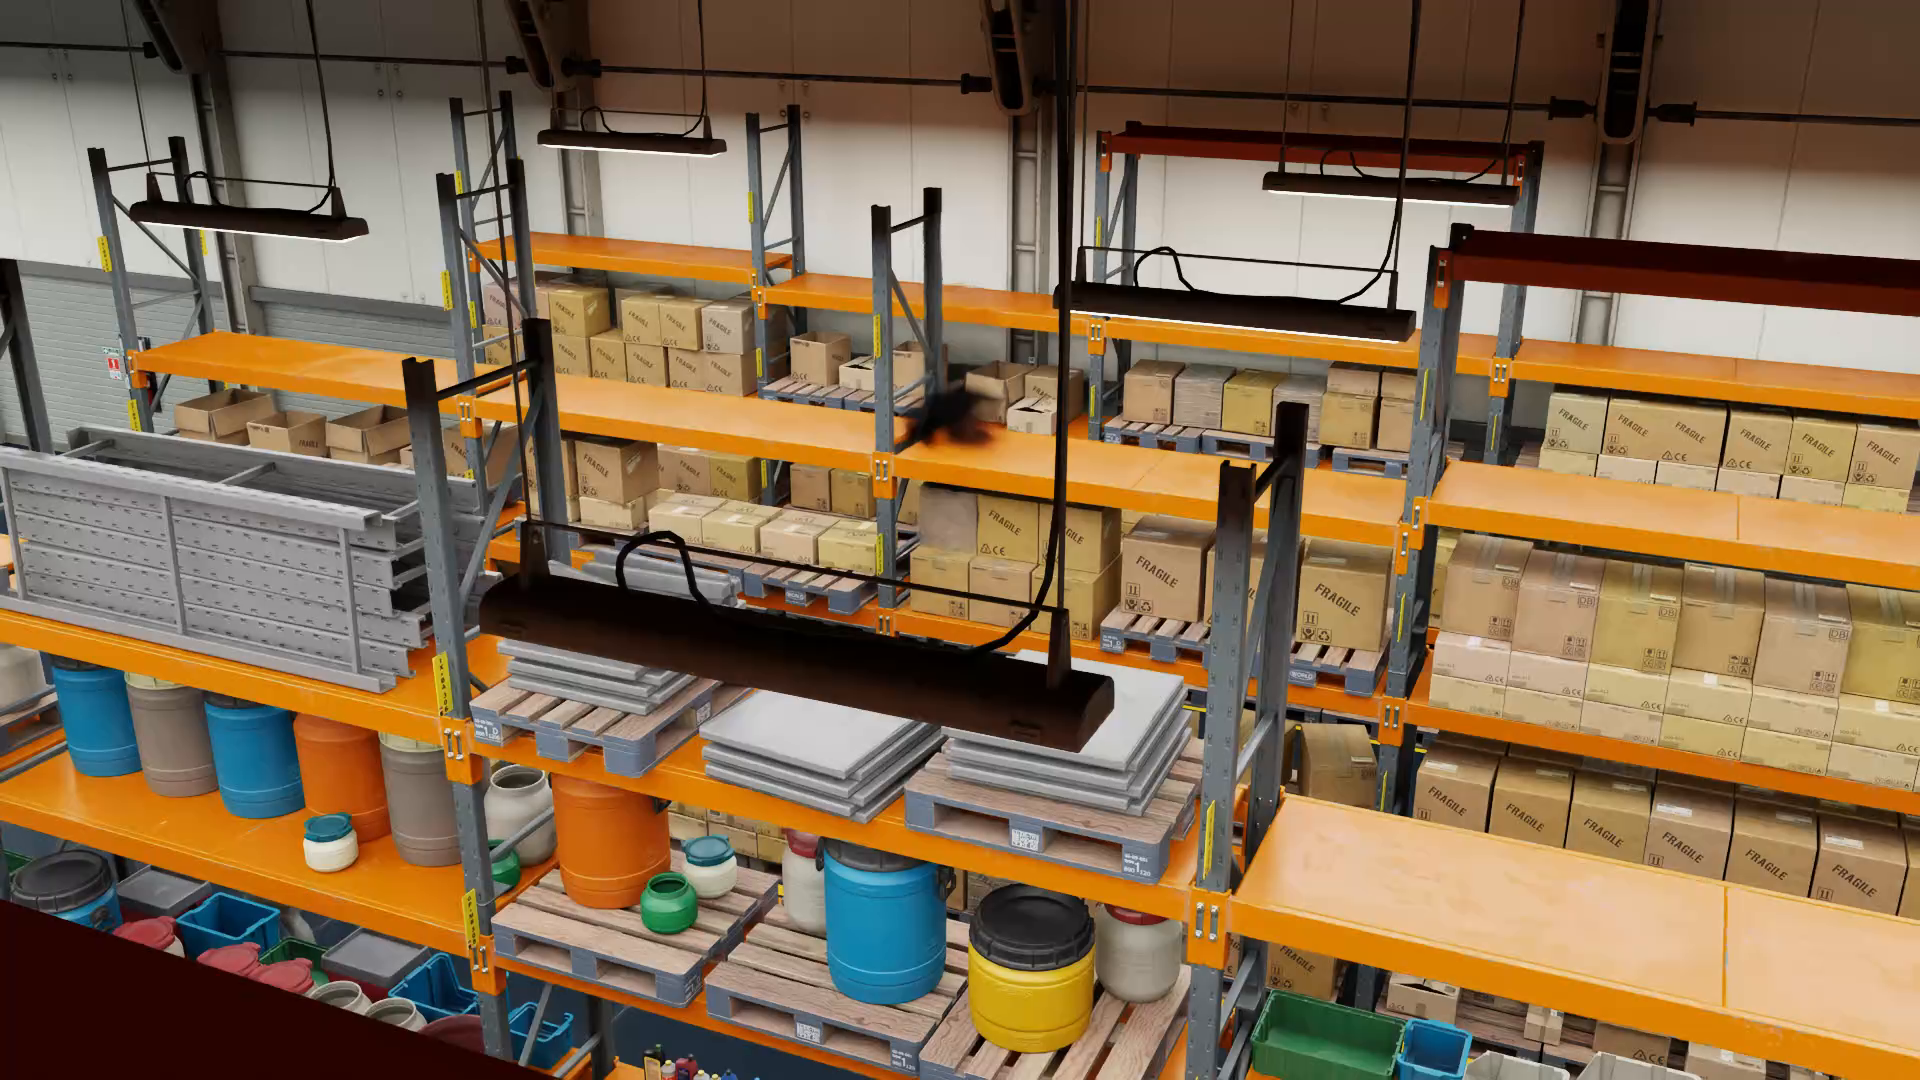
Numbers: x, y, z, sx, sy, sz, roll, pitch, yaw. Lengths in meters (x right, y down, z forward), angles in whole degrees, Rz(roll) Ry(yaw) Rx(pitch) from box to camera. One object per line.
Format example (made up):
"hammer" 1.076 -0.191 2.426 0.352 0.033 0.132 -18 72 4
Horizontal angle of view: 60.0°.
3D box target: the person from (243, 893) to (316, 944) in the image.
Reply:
"person" -5.411 2.678 13.073 0.680 1.792 0.674 7 22 19
